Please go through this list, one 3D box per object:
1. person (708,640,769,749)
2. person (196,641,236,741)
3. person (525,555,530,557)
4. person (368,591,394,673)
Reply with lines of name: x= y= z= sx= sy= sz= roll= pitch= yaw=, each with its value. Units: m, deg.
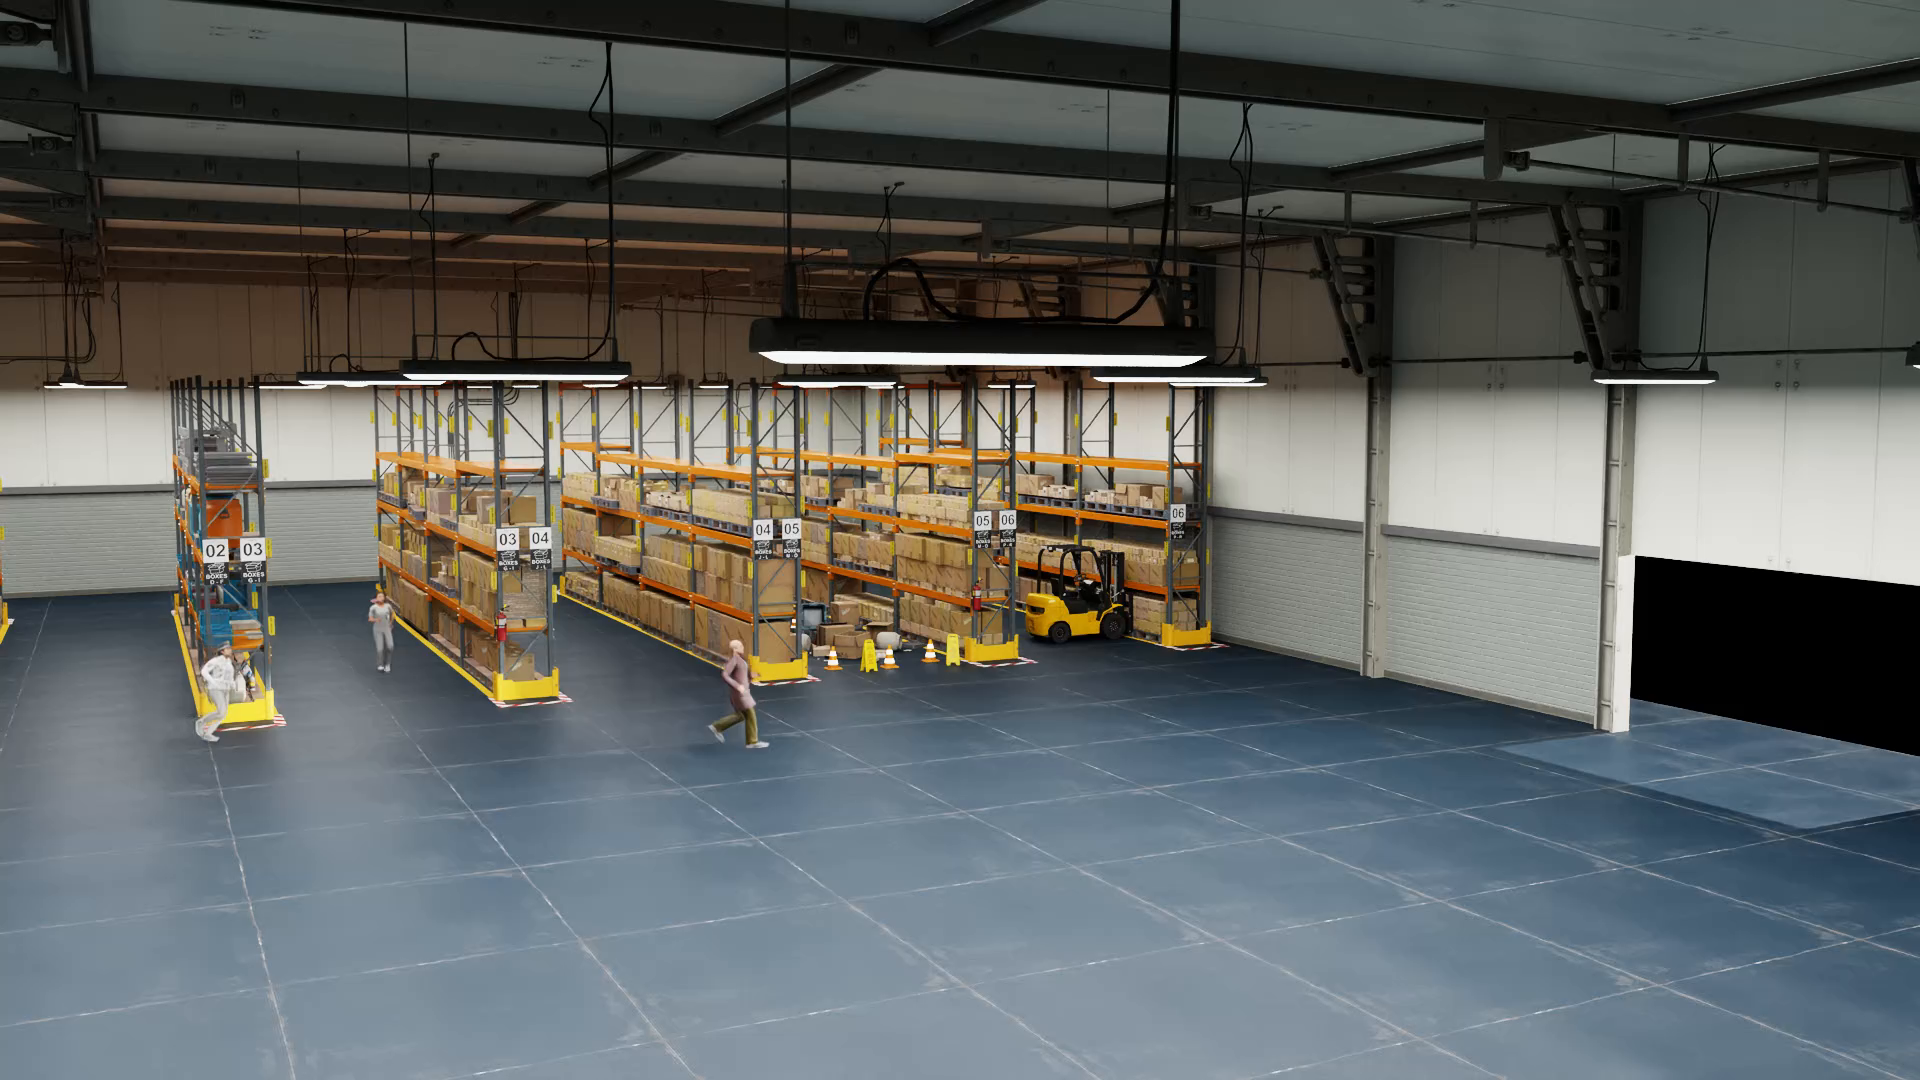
person: x=-3.563 y=2.473 z=26.652 sx=0.980 sy=1.752 sz=0.719 roll=0 pitch=5 yaw=-2
person: x=-12.257 y=2.474 z=27.508 sx=0.551 sy=1.609 sz=0.663 roll=1 pitch=5 yaw=12
person: x=-11.735 y=0.846 z=45.196 sx=0.705 sy=1.757 sz=0.816 roll=-2 pitch=6 yaw=-24
person: x=-11.763 y=1.884 z=33.898 sx=0.546 sy=1.678 sz=0.641 roll=-3 pitch=6 yaw=-31
